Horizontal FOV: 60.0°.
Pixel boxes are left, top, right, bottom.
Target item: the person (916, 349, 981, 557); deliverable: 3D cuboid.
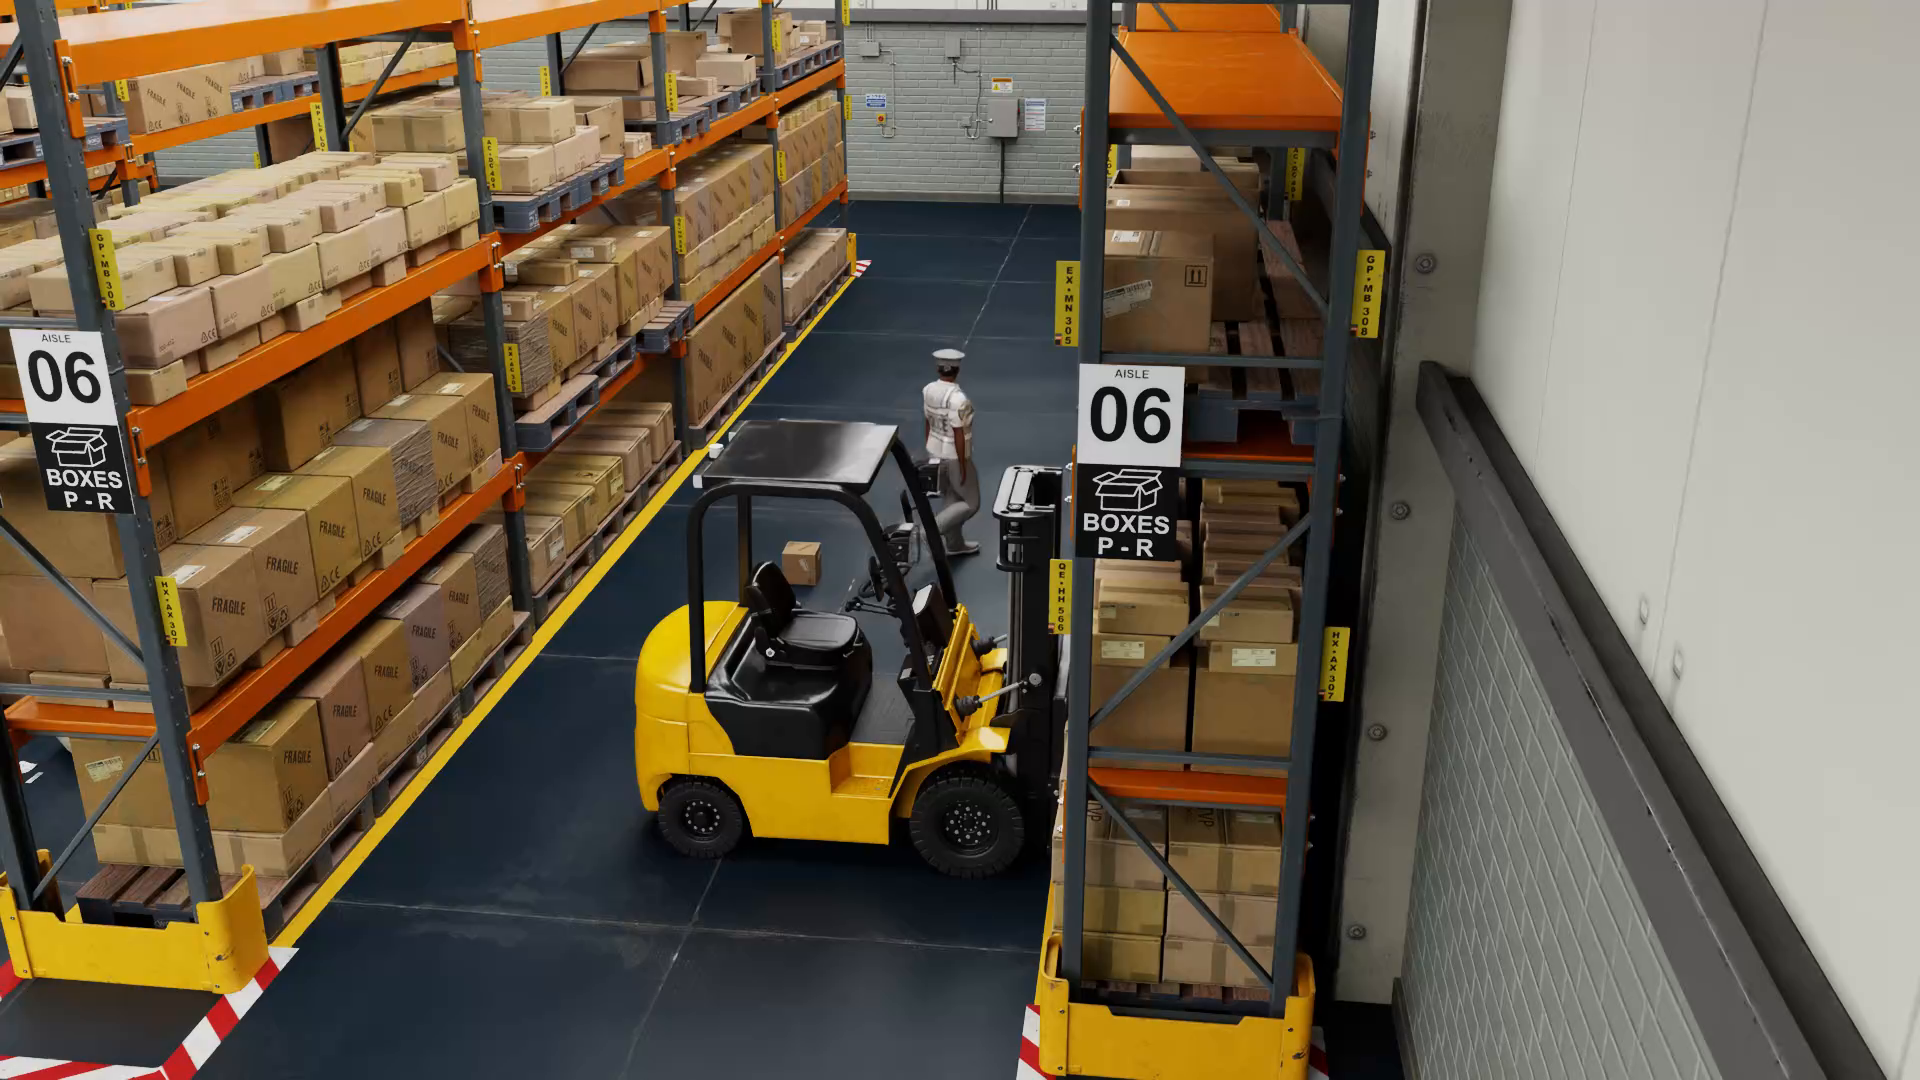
[{"bbox_3d":[-0.085,-0.621,12.642,0.642,1.648,0.480,-13,25,-30],"label":"person"}]
